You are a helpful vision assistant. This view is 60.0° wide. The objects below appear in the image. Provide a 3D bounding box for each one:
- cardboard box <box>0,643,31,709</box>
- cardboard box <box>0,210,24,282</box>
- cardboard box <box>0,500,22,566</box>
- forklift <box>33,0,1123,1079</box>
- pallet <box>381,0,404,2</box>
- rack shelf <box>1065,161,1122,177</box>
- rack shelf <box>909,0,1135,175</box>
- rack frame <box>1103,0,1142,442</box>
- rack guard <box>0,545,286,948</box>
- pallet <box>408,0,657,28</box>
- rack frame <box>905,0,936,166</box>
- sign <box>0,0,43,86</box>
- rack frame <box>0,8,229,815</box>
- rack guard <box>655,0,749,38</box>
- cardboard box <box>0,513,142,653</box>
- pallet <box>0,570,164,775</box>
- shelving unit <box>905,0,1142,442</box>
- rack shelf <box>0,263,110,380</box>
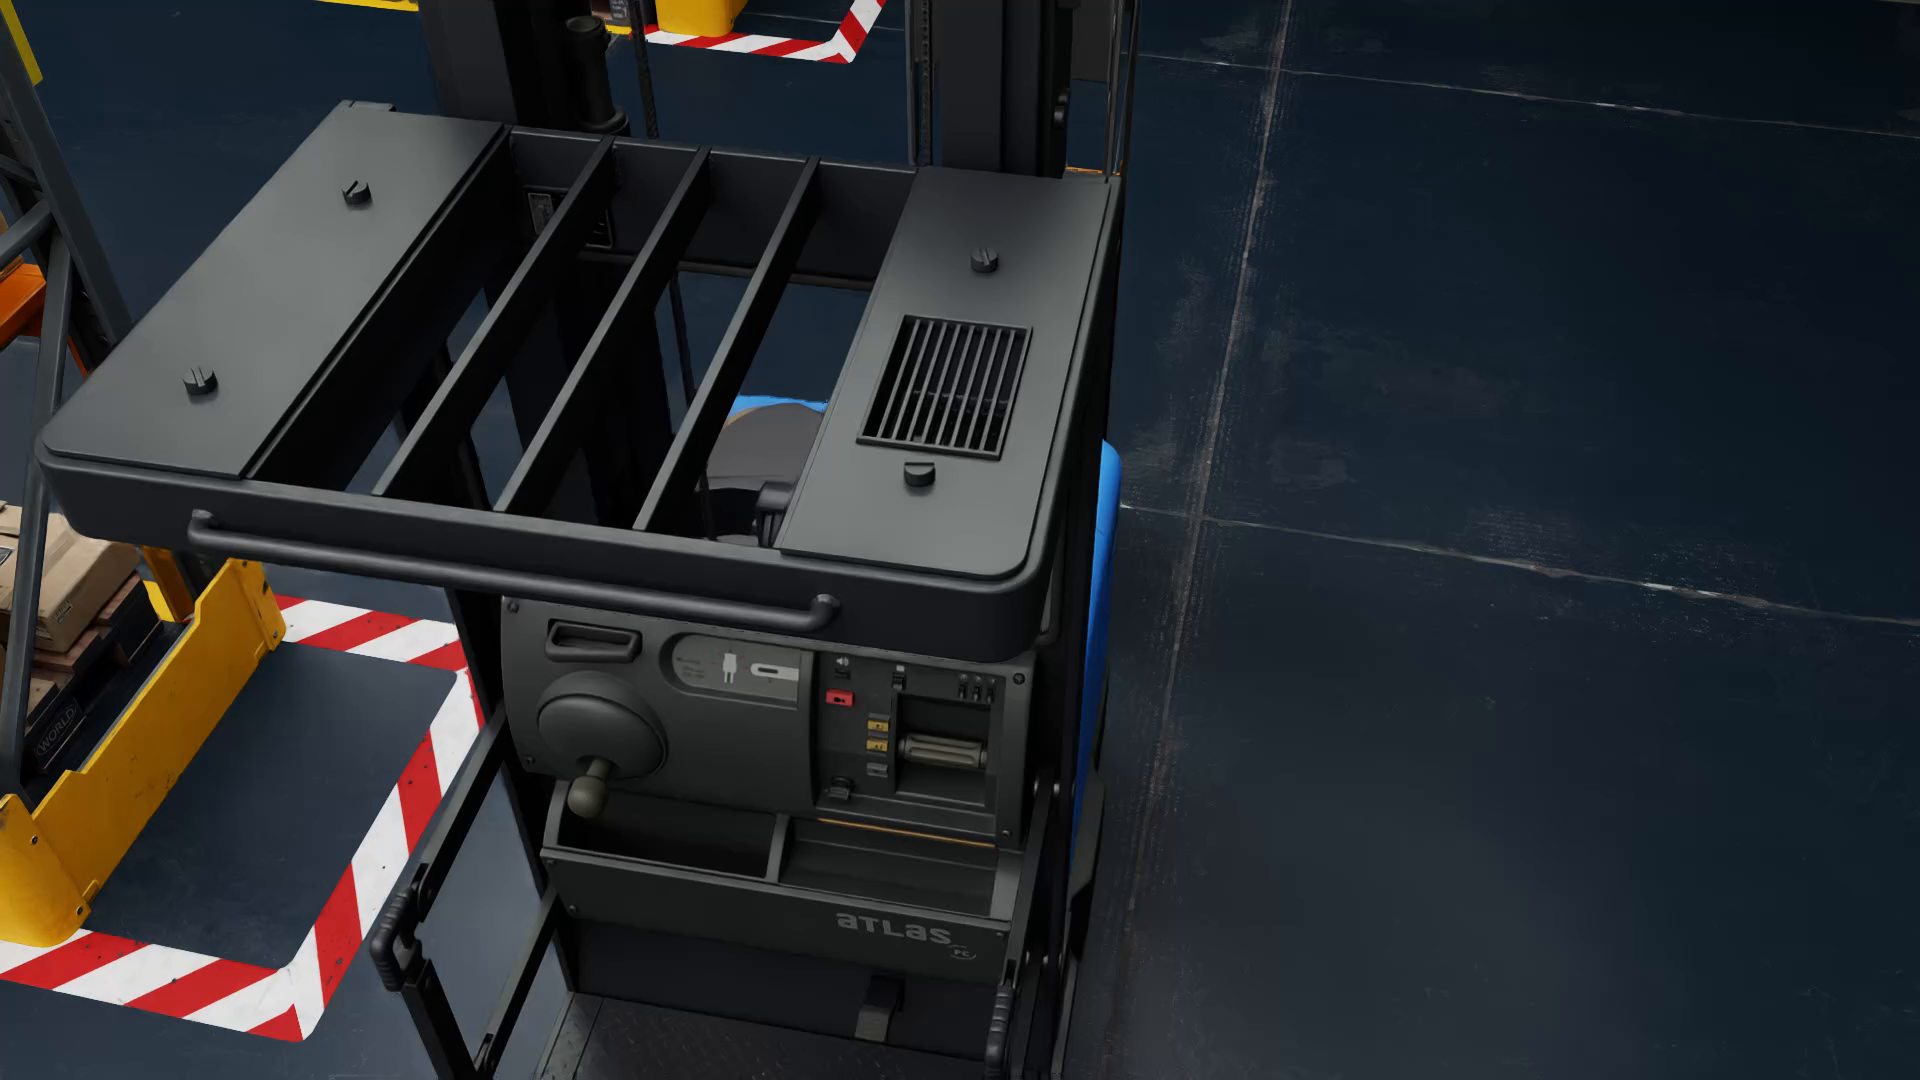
[{"bbox_3d":[-2.805,0.370,4.188,0.500,0.500,0.500,9,45,9],"label":"cardboard box"},{"bbox_3d":[-2.596,-0.738,3.781,0.500,0.500,0.500,10,45,10],"label":"cardboard box"},{"bbox_3d":[-2.798,0.072,4.738,0.250,0.166,0.380,9,45,9],"label":"cardboard box"},{"bbox_3d":[-0.378,0.410,2.711,1.130,2.935,3.031,7,44,8],"label":"forklift"},{"bbox_3d":[-3.127,-3.059,8.276,1.213,0.211,1.003,9,45,9],"label":"pallet"},{"bbox_3d":[0.162,-0.722,4.505,0.480,0.518,0.431,9,45,9],"label":"rack shelf"},{"bbox_3d":[0.162,-1.226,4.020,0.480,0.518,0.431,9,45,9],"label":"rack shelf"},{"bbox_3d":[0.400,-0.694,4.457,0.015,2.100,0.400,9,45,9],"label":"rack frame"},{"bbox_3d":[-2.295,0.433,4.440,0.348,0.500,1.175,9,45,9],"label":"rack guard"},{"bbox_3d":[-1.940,-2.873,8.082,1.213,0.211,1.003,9,45,9],"label":"pallet"},{"bbox_3d":[-0.077,-0.768,4.534,0.015,2.100,0.400,9,45,9],"label":"rack frame"},{"bbox_3d":[-2.102,-1.135,3.642,0.005,0.325,0.100,9,45,9],"label":"sign"},{"bbox_3d":[-2.221,-0.456,3.561,0.127,3.000,1.000,9,45,9],"label":"rack frame"},{"bbox_3d":[-1.119,-2.905,7.907,0.348,0.500,1.175,9,45,9],"label":"rack guard"},{"bbox_3d":[-2.554,0.116,4.705,0.250,0.149,0.380,9,45,9],"label":"cardboard box"},{"bbox_3d":[-3.073,0.417,4.665,1.213,0.211,1.003,9,45,9],"label":"pallet"},{"bbox_3d":[0.162,-0.731,4.496,0.503,2.100,0.431,9,45,9],"label":"shelving unit"},{"bbox_3d":[-4.172,-0.500,4.125,4.000,0.370,1.077,9,45,9],"label":"rack shelf"}]
